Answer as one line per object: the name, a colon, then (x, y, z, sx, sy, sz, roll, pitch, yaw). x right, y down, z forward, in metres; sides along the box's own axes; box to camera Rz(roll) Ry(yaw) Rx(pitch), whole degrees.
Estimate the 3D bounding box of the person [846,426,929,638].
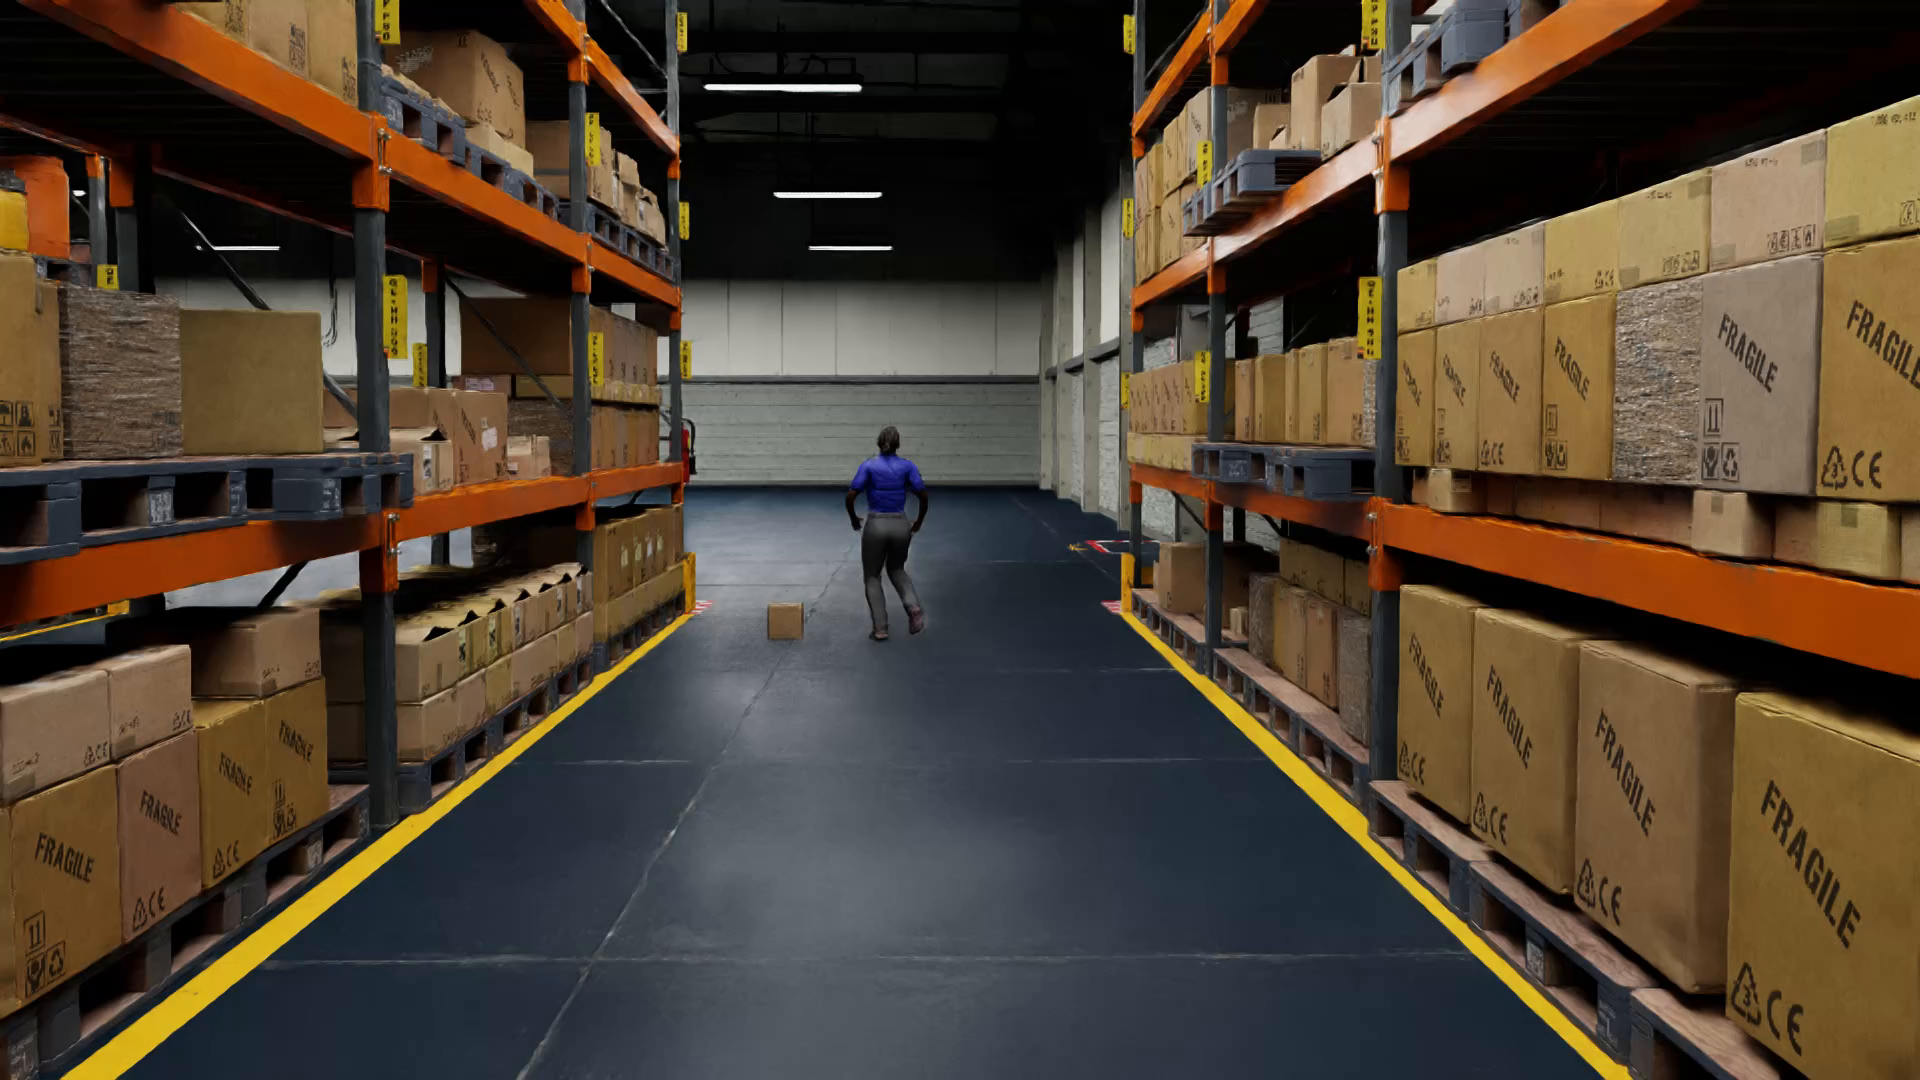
person: (-0.589, -0.055, 12.676, 0.621, 1.626, 0.472, -1, 4, -21)
